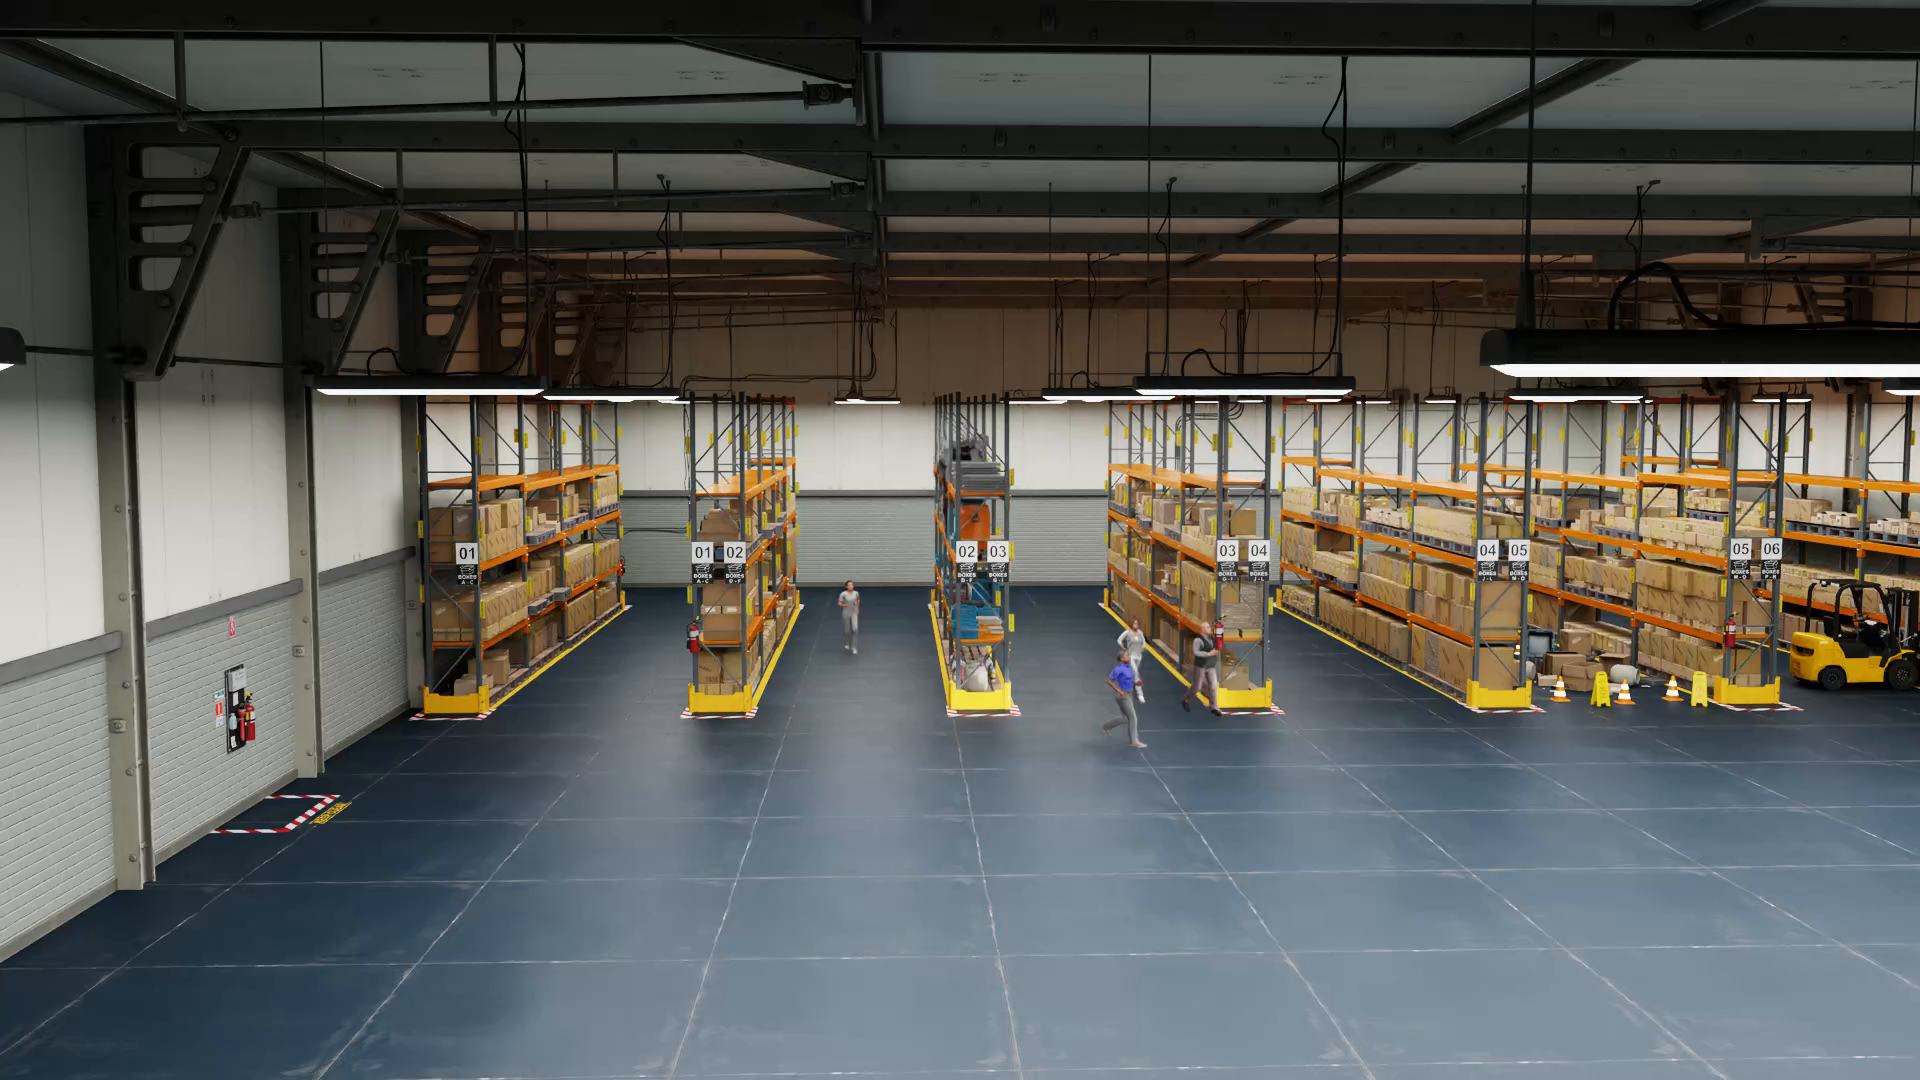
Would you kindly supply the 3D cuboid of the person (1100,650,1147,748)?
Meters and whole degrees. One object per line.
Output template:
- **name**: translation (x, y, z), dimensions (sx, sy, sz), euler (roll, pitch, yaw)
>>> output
- **person**: translation (2.754, 2.657, 28.005), dimensions (0.859, 1.628, 0.587), euler (2, 5, 25)

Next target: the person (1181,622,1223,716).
- **person**: translation (4.509, 2.364, 30.733), dimensions (0.660, 1.704, 0.978), euler (-3, 6, -37)

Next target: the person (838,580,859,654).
- **person**: translation (-2.587, 1.784, 38.791), dimensions (0.552, 1.710, 0.774), euler (-1, 5, -13)

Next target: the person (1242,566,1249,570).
- **person**: translation (7.975, 1.158, 45.922), dimensions (0.675, 1.835, 0.828), euler (0, 5, 5)

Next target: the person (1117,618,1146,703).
- **person**: translation (3.393, 2.325, 32.594), dimensions (0.506, 1.600, 1.034), euler (-3, 5, -29)
